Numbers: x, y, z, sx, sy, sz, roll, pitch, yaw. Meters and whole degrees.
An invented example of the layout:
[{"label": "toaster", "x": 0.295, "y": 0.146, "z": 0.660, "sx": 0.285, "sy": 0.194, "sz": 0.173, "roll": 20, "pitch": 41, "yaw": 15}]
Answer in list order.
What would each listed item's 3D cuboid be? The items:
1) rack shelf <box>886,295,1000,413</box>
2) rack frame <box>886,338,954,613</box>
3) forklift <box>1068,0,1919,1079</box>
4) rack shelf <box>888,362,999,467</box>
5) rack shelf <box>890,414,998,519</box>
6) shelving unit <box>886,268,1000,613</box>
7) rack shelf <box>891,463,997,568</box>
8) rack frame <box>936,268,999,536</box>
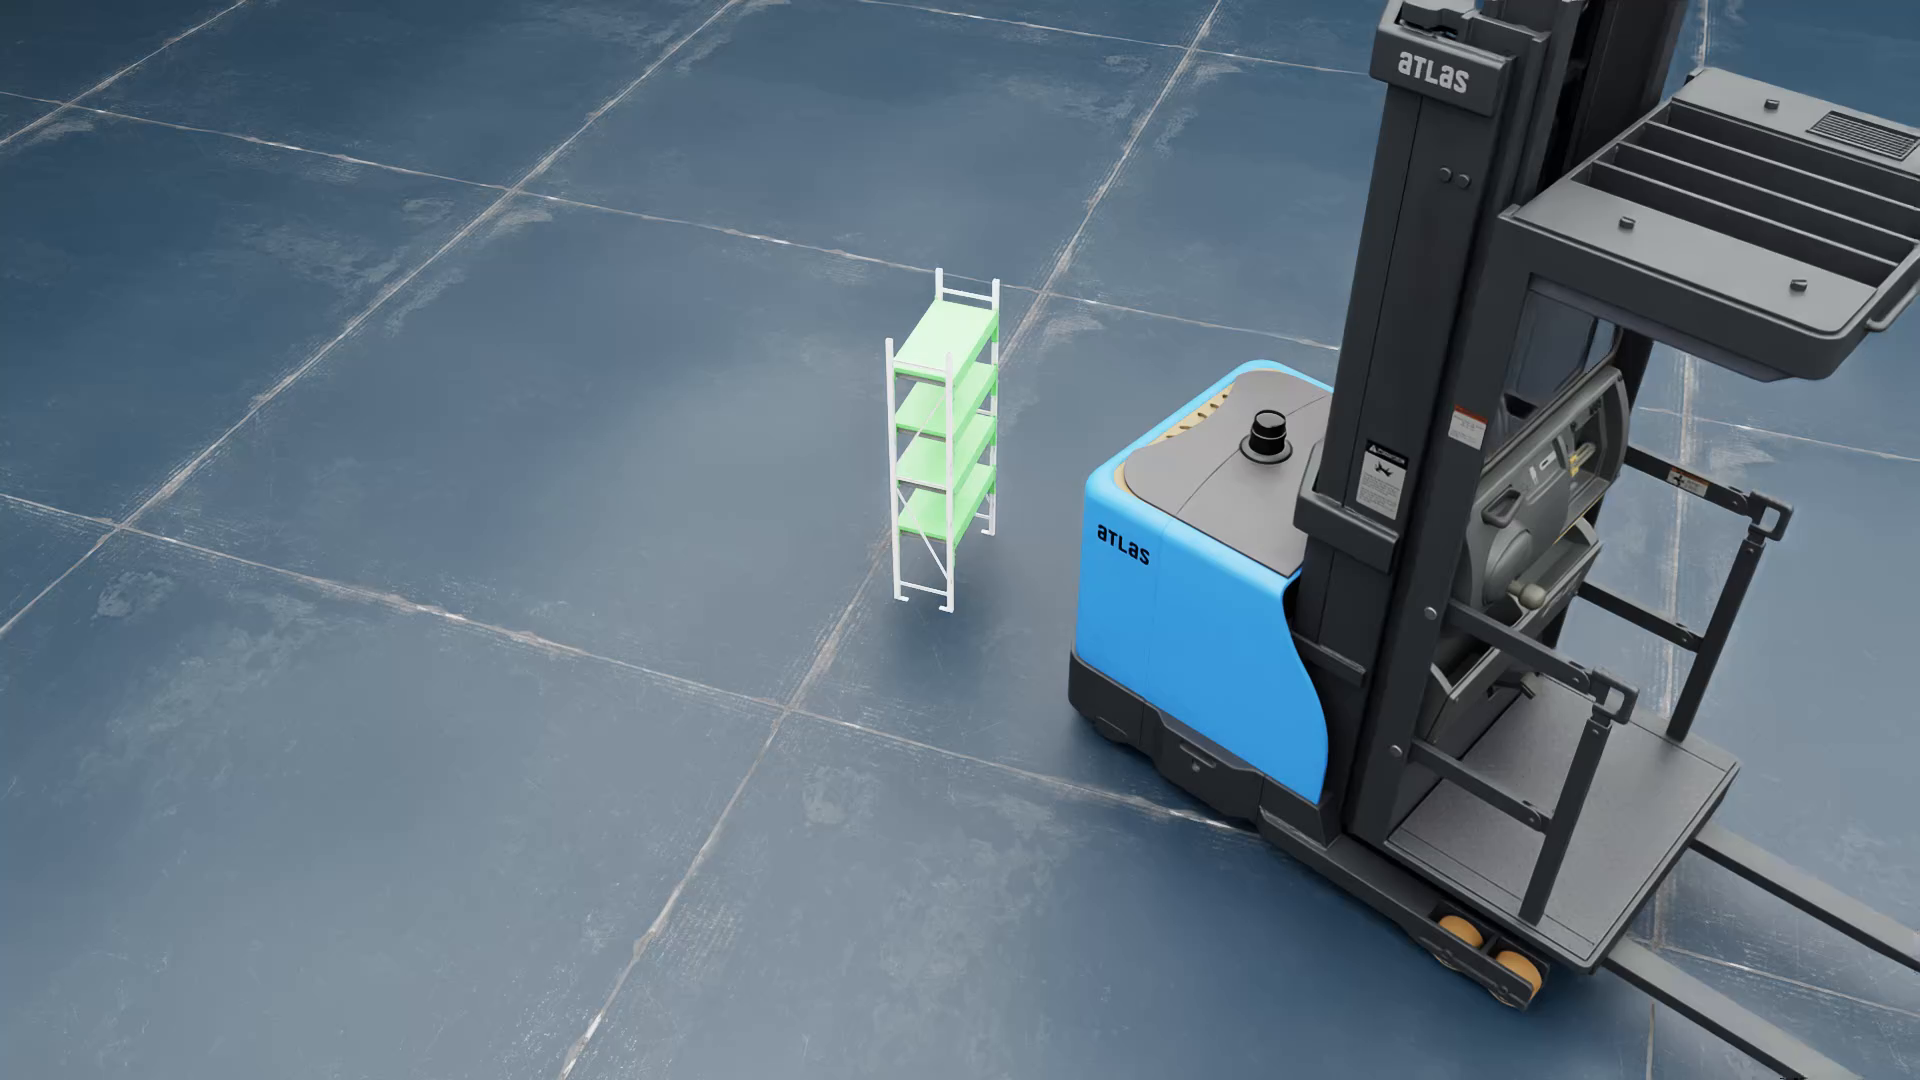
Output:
[{"label": "rack shelf", "x": -0.057, "y": -0.672, "z": 5.972, "sx": 0.258, "sy": 0.148, "sz": 0.480, "roll": 13, "pitch": 42, "yaw": 15}, {"label": "rack frame", "x": -0.140, "y": -0.207, "z": 6.068, "sx": 0.240, "sy": 1.200, "sz": 0.015, "roll": 13, "pitch": 42, "yaw": 15}, {"label": "forklift", "x": 1.814, "y": -0.081, "z": 4.587, "sx": 3.031, "sy": 2.935, "sz": 1.130, "roll": 31, "pitch": 49, "yaw": 31}, {"label": "rack shelf", "x": -0.057, "y": -0.489, "z": 6.128, "sx": 0.258, "sy": 0.148, "sz": 0.480, "roll": 13, "pitch": 42, "yaw": 15}, {"label": "rack shelf", "x": -0.057, "y": -0.307, "z": 6.284, "sx": 0.258, "sy": 0.148, "sz": 0.480, "roll": 13, "pitch": 42, "yaw": 15}, {"label": "shelving unit", "x": -0.057, "y": -0.355, "z": 6.242, "sx": 0.258, "sy": 1.200, "sz": 0.503, "roll": 13, "pitch": 42, "yaw": 15}, {"label": "rack shelf", "x": -0.057, "y": -0.124, "z": 6.439, "sx": 0.258, "sy": 0.148, "sz": 0.480, "roll": 13, "pitch": 42, "yaw": 15}, {"label": "rack frame", "x": 0.027, "y": -0.504, "z": 6.417, "sx": 0.240, "sy": 1.200, "sz": 0.015, "roll": 13, "pitch": 42, "yaw": 15}]
